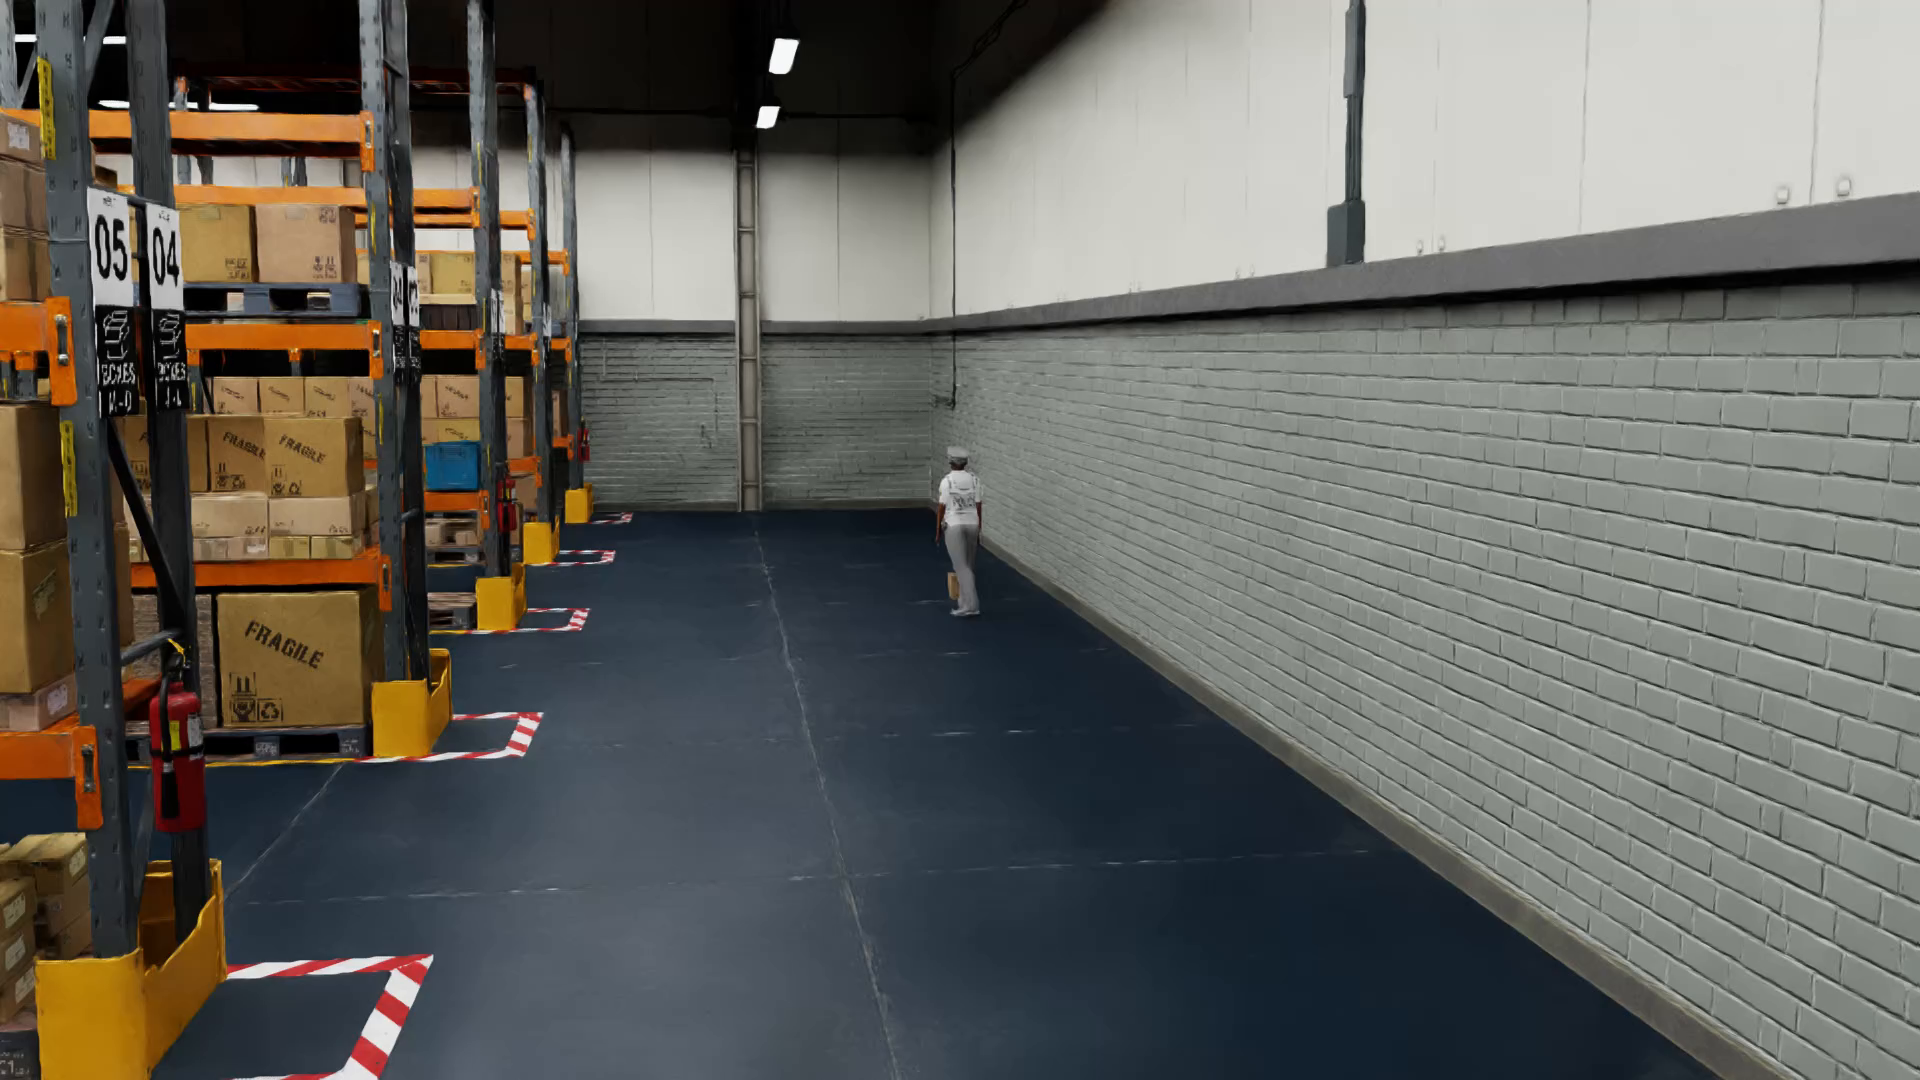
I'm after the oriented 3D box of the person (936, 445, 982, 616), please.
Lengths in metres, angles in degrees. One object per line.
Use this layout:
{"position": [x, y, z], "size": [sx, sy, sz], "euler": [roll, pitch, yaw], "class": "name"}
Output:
{"position": [0.019, -0.080, 16.446], "size": [0.449, 1.683, 0.474], "euler": [-4, 8, -33], "class": "person"}
